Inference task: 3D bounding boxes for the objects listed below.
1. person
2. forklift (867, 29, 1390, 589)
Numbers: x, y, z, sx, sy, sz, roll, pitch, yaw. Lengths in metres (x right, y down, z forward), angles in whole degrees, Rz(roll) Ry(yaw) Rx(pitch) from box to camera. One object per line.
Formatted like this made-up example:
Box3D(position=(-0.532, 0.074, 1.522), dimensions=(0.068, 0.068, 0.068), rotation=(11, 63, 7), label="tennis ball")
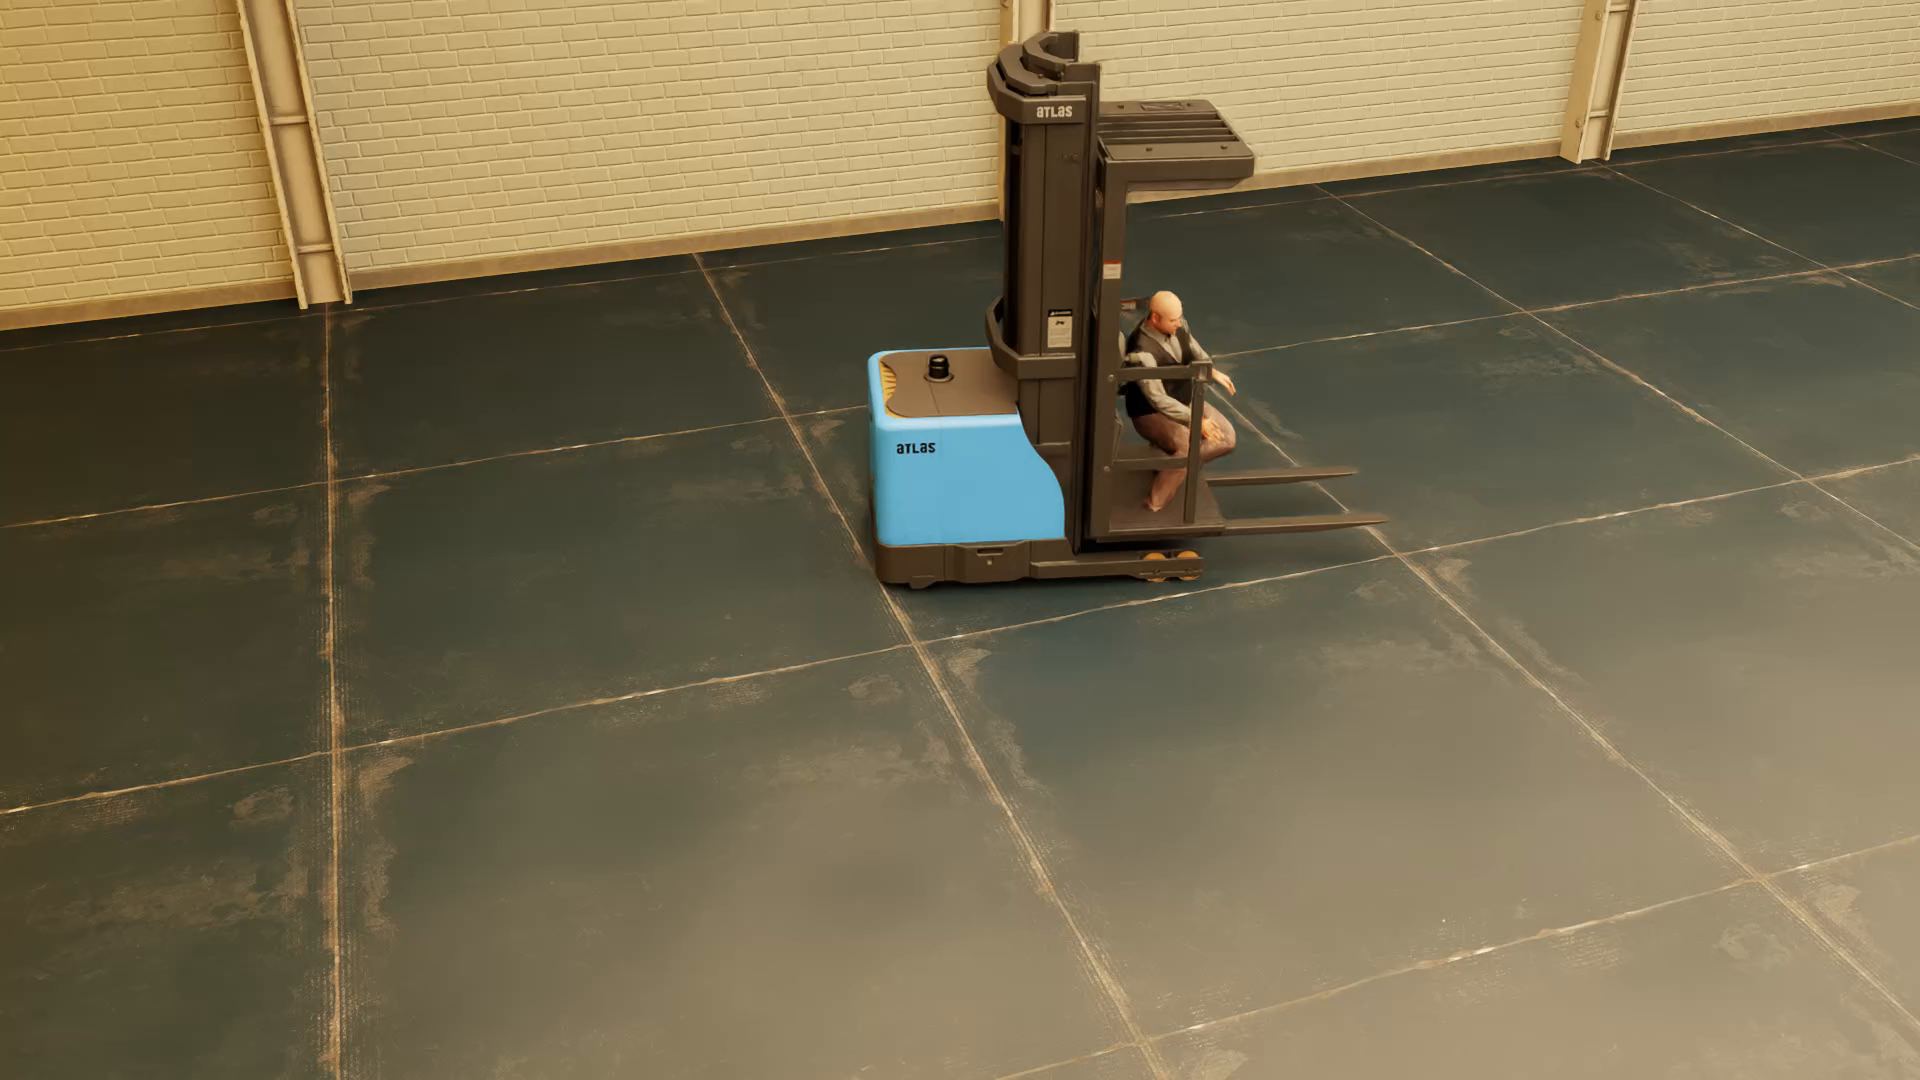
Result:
Box3D(position=(1.283, -0.775, 9.682), dimensions=(0.777, 1.399, 0.835), rotation=(20, 36, 31), label="person")
Box3D(position=(0.991, -1.288, 9.325), dimensions=(3.031, 2.935, 1.130), rotation=(-3, 30, -5), label="forklift")
